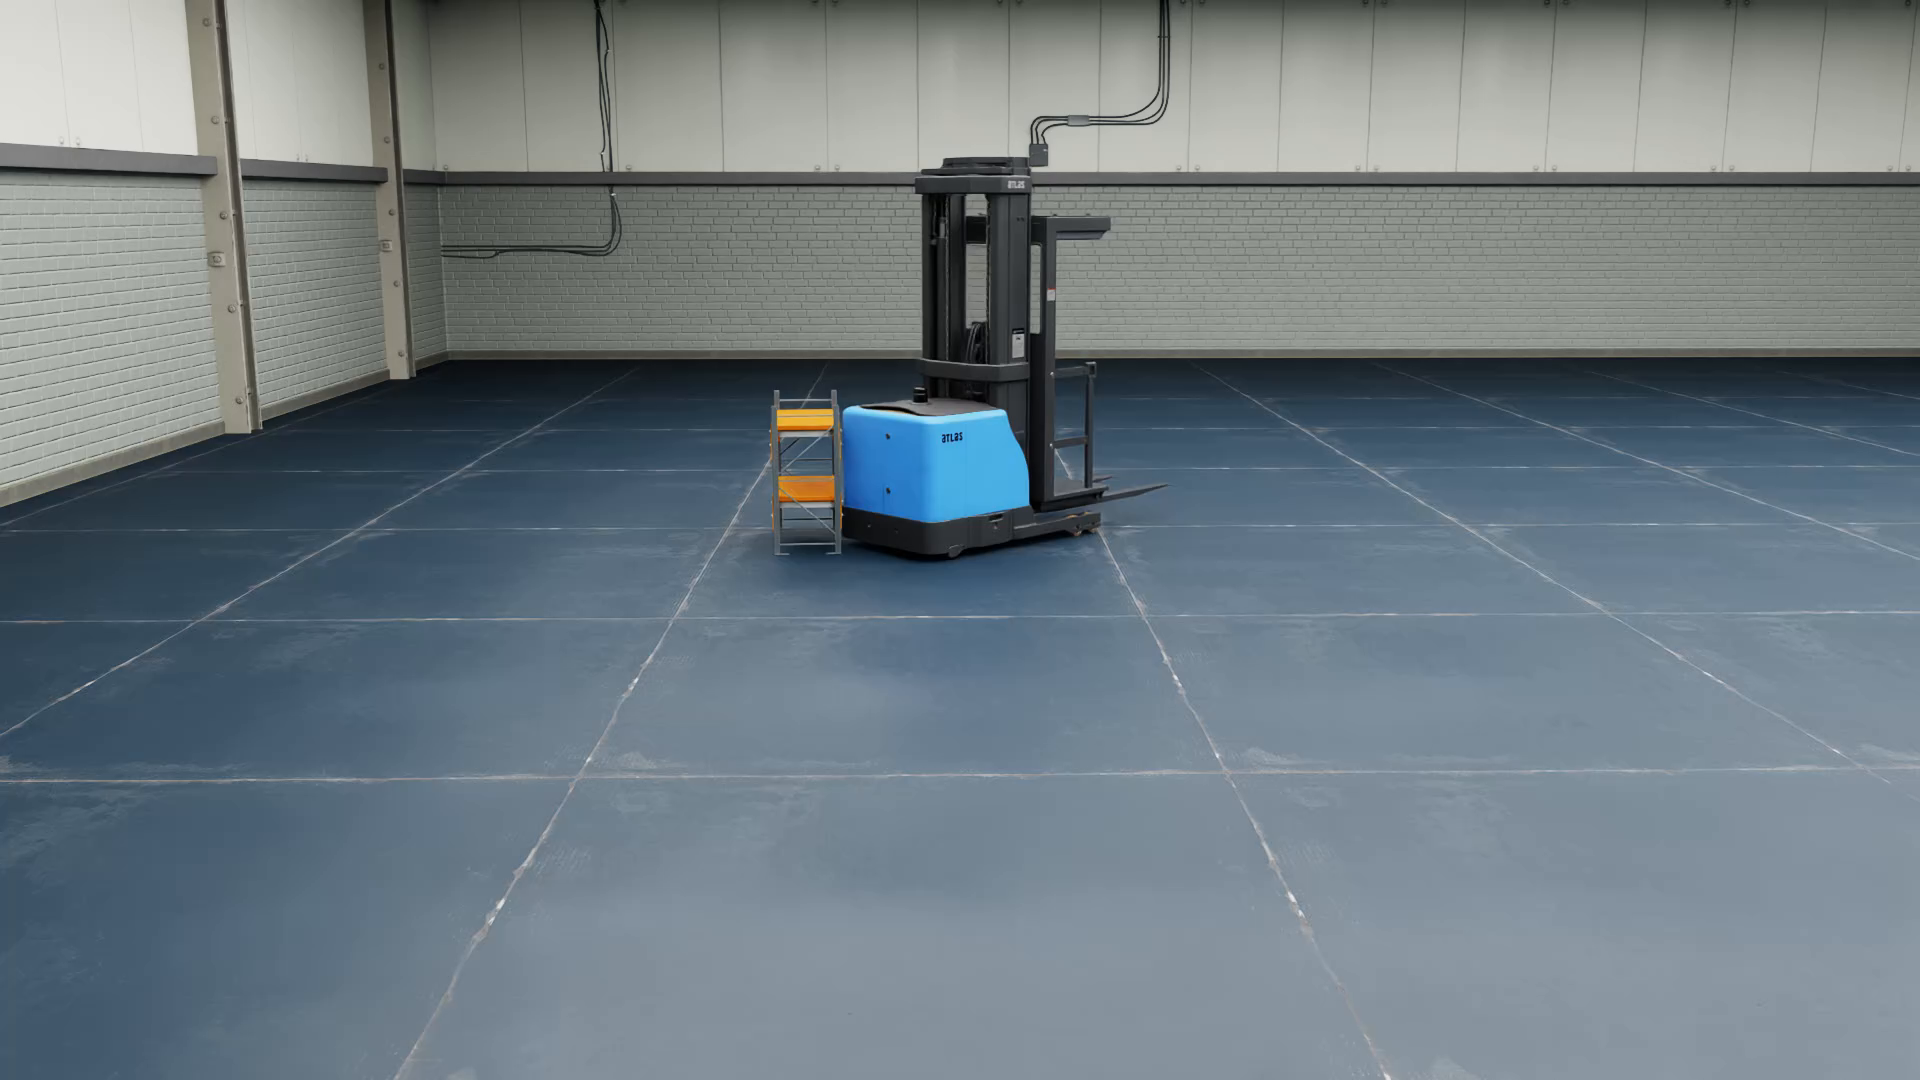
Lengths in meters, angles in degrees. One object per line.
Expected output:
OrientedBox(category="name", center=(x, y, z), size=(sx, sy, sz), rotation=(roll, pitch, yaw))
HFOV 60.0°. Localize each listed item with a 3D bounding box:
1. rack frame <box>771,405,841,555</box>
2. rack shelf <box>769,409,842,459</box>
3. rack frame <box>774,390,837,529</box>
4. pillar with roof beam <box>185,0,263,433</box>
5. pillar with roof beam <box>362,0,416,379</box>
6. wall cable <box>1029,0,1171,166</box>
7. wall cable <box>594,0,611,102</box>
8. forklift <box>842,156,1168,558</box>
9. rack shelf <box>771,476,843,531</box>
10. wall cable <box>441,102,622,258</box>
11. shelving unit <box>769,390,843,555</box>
OrientedBox(category="rack frame", center=(-1.146, -0.444, 12.419), size=(0.500, 1.125, 0.032), rotation=(-1, 12, -5))
OrientedBox(category="rack shelf", center=(-1.192, -0.832, 12.857), size=(0.538, 0.278, 1.000), rotation=(-1, 12, -5))
OrientedBox(category="rack frame", center=(-1.238, -0.645, 13.411), size=(0.500, 1.125, 0.032), rotation=(-1, 12, -5))
OrientedBox(category="pillar with roof beam", center=(-4.018, -5.692, 18.485), size=(9.100, 9.000, 0.400), rotation=(0, 11, -1))
OrientedBox(category="pillar with roof beam", center=(-4.142, -6.885, 24.364), size=(9.100, 9.000, 0.400), rotation=(0, 11, -1))
OrientedBox(category="wall cable", center=(2.307, -9.161, 27.028), size=(2.305, 6.003, 0.169), rotation=(0, 11, -1))
OrientedBox(category="wall cable", center=(-4.480, -8.423, 27.051), size=(3.097, 2.526, 0.112), rotation=(0, 11, -1))
OrientedBox(category="forklift", center=(0.491, -1.535, 13.255), size=(3.031, 2.935, 1.130), rotation=(-11, 16, -44))
OrientedBox(category="rack shelf", center=(-1.192, -0.305, 12.963), size=(0.538, 0.278, 1.000), rotation=(-1, 12, -5))
OrientedBox(category="wall cable", center=(-7.185, -5.937, 27.498), size=(3.097, 2.526, 0.112), rotation=(0, 11, -1))
OrientedBox(category="shelving unit", center=(-1.192, -0.545, 12.915), size=(0.538, 1.125, 1.048), rotation=(-1, 12, -5))
